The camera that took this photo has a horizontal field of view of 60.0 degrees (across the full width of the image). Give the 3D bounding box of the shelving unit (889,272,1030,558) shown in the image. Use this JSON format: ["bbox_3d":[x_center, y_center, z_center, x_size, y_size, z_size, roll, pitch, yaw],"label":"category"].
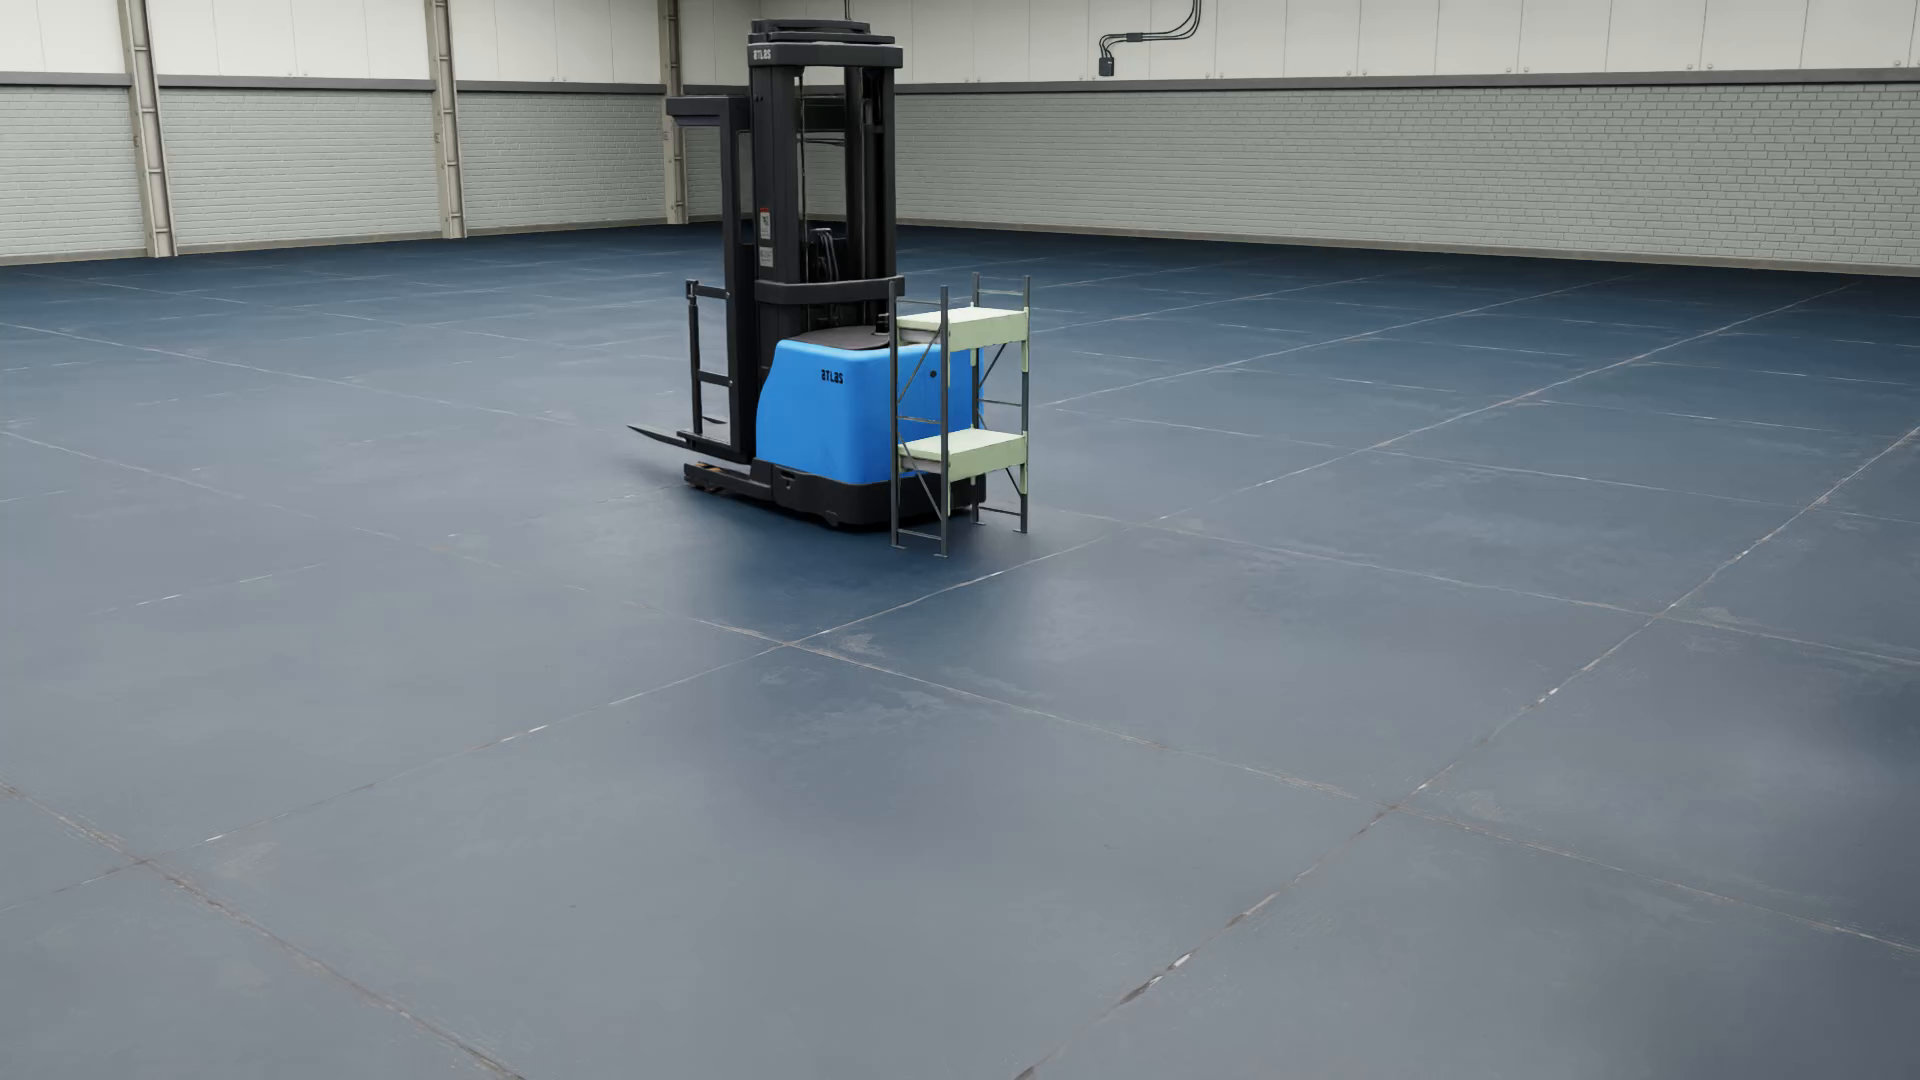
[{"bbox_3d":[0.004,-0.728,9.443,0.431,1.500,0.755,11,18,38],"label":"shelving unit"}]

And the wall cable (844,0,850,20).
[{"bbox_3d":[-1.530,-12.545,36.777,3.097,2.526,0.112,11,18,38],"label":"wall cable"}]

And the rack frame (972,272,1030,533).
[{"bbox_3d":[0.234,-0.798,9.719,0.400,1.500,0.023,11,18,38],"label":"rack frame"}]

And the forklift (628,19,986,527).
[{"bbox_3d":[-1.168,-1.797,10.742,1.130,2.935,3.031,-12,18,-38],"label":"forklift"}]

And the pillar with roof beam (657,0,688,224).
[{"bbox_3d":[-3.166,-10.995,34.627,9.100,9.000,0.400,11,18,38],"label":"pillar with roof beam"}]

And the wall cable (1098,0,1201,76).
[{"bbox_3d":[3.740,-12.197,32.451,2.305,6.003,0.169,11,18,38],"label":"wall cable"}]

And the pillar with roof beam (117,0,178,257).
[{"bbox_3d":[-10.708,-8.697,25.580,9.100,9.000,0.400,11,18,38],"label":"pillar with roof beam"}]

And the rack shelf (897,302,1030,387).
[{"bbox_3d":[0.004,-1.106,9.347,0.431,0.370,0.720,11,18,38],"label":"rack shelf"}]

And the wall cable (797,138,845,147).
[{"bbox_3d":[-3.634,-10.516,39.047,3.097,2.526,0.112,11,18,38],"label":"wall cable"}]

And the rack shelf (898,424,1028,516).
[{"bbox_3d":[0.004,-0.412,9.524,0.431,0.370,0.720,11,18,38],"label":"rack shelf"}]

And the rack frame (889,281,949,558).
[{"bbox_3d":[-0.226,-0.658,9.167,0.400,1.500,0.023,11,18,38],"label":"rack frame"}]

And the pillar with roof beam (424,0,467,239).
[{"bbox_3d":[-6.937,-9.846,30.103,9.100,9.000,0.400,11,18,38],"label":"pillar with roof beam"}]
